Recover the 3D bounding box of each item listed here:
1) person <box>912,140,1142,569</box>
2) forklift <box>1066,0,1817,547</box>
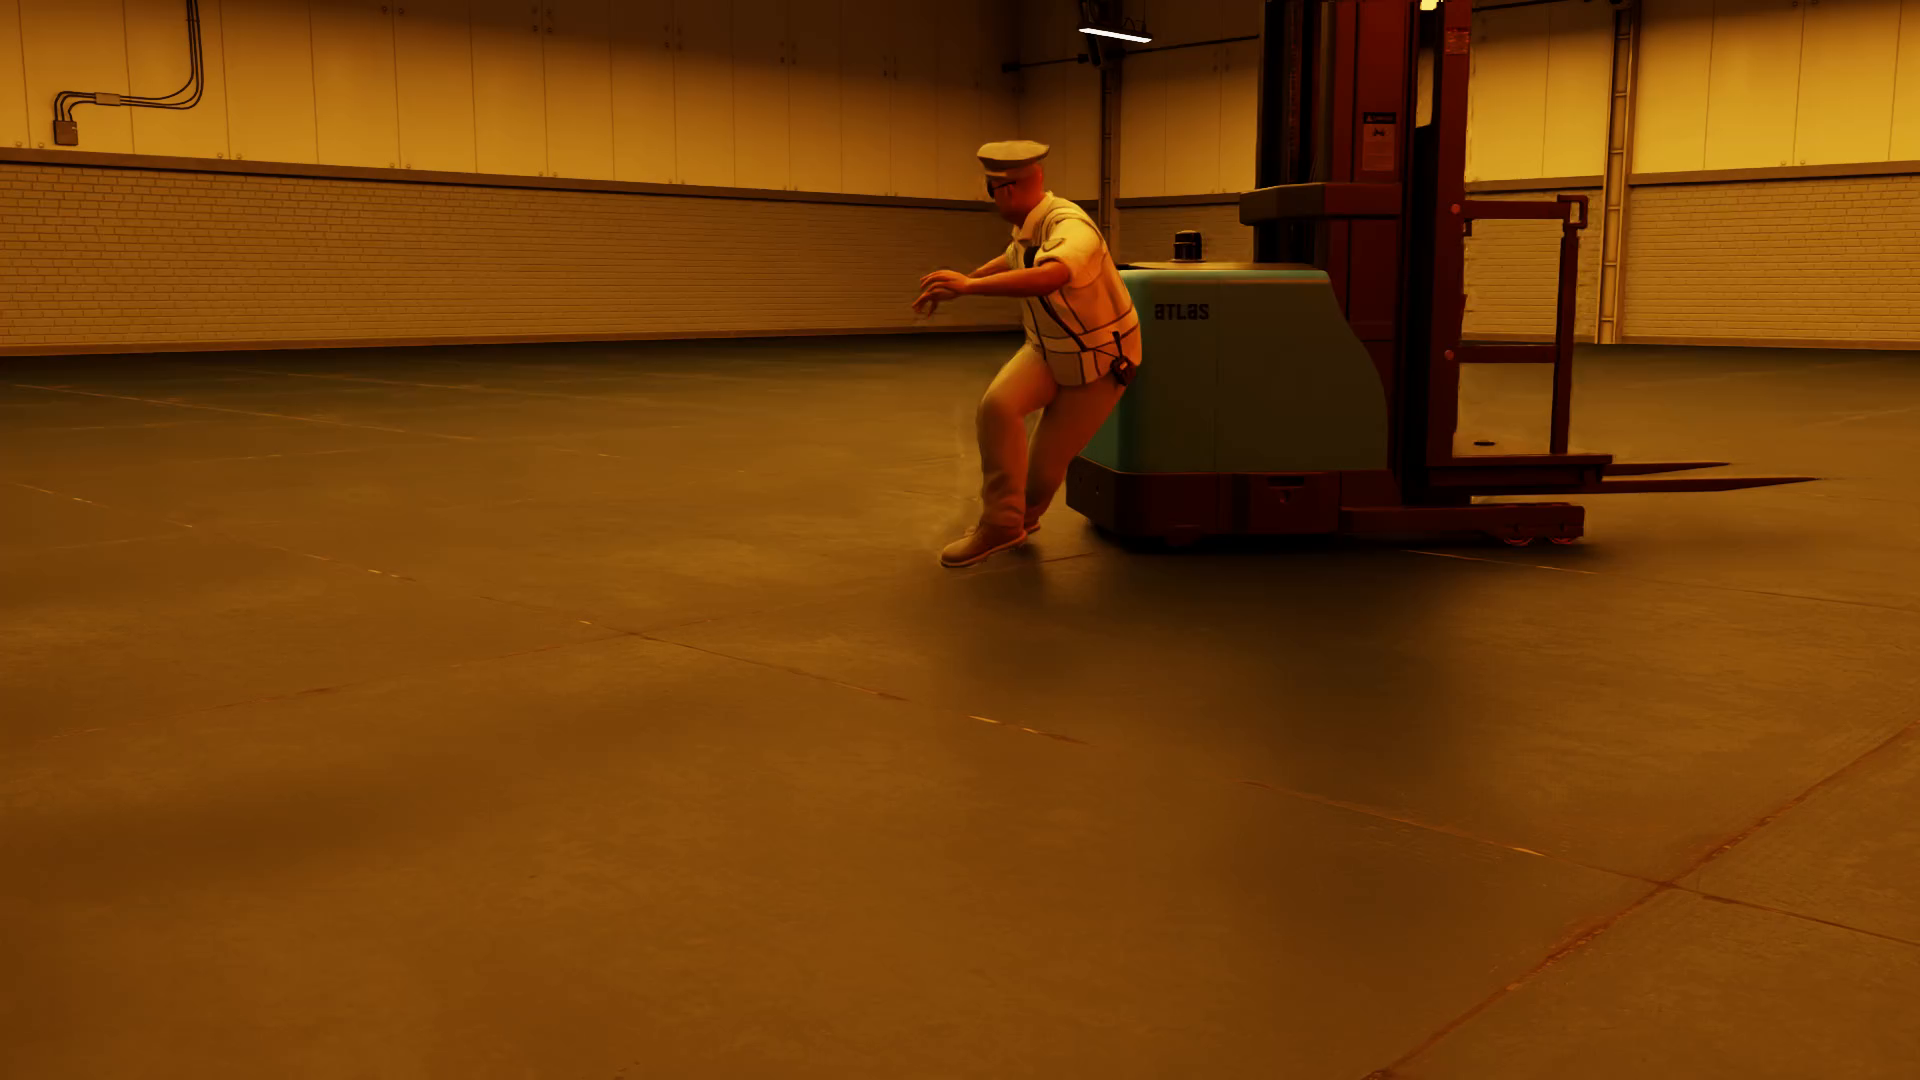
[{"bbox_3d":[0.140,-0.664,6.016,0.972,1.515,0.997,-8,12,-42],"label":"person"},{"bbox_3d":[2.025,-1.500,6.837,3.031,2.935,1.130,-1,9,-9],"label":"forklift"}]
